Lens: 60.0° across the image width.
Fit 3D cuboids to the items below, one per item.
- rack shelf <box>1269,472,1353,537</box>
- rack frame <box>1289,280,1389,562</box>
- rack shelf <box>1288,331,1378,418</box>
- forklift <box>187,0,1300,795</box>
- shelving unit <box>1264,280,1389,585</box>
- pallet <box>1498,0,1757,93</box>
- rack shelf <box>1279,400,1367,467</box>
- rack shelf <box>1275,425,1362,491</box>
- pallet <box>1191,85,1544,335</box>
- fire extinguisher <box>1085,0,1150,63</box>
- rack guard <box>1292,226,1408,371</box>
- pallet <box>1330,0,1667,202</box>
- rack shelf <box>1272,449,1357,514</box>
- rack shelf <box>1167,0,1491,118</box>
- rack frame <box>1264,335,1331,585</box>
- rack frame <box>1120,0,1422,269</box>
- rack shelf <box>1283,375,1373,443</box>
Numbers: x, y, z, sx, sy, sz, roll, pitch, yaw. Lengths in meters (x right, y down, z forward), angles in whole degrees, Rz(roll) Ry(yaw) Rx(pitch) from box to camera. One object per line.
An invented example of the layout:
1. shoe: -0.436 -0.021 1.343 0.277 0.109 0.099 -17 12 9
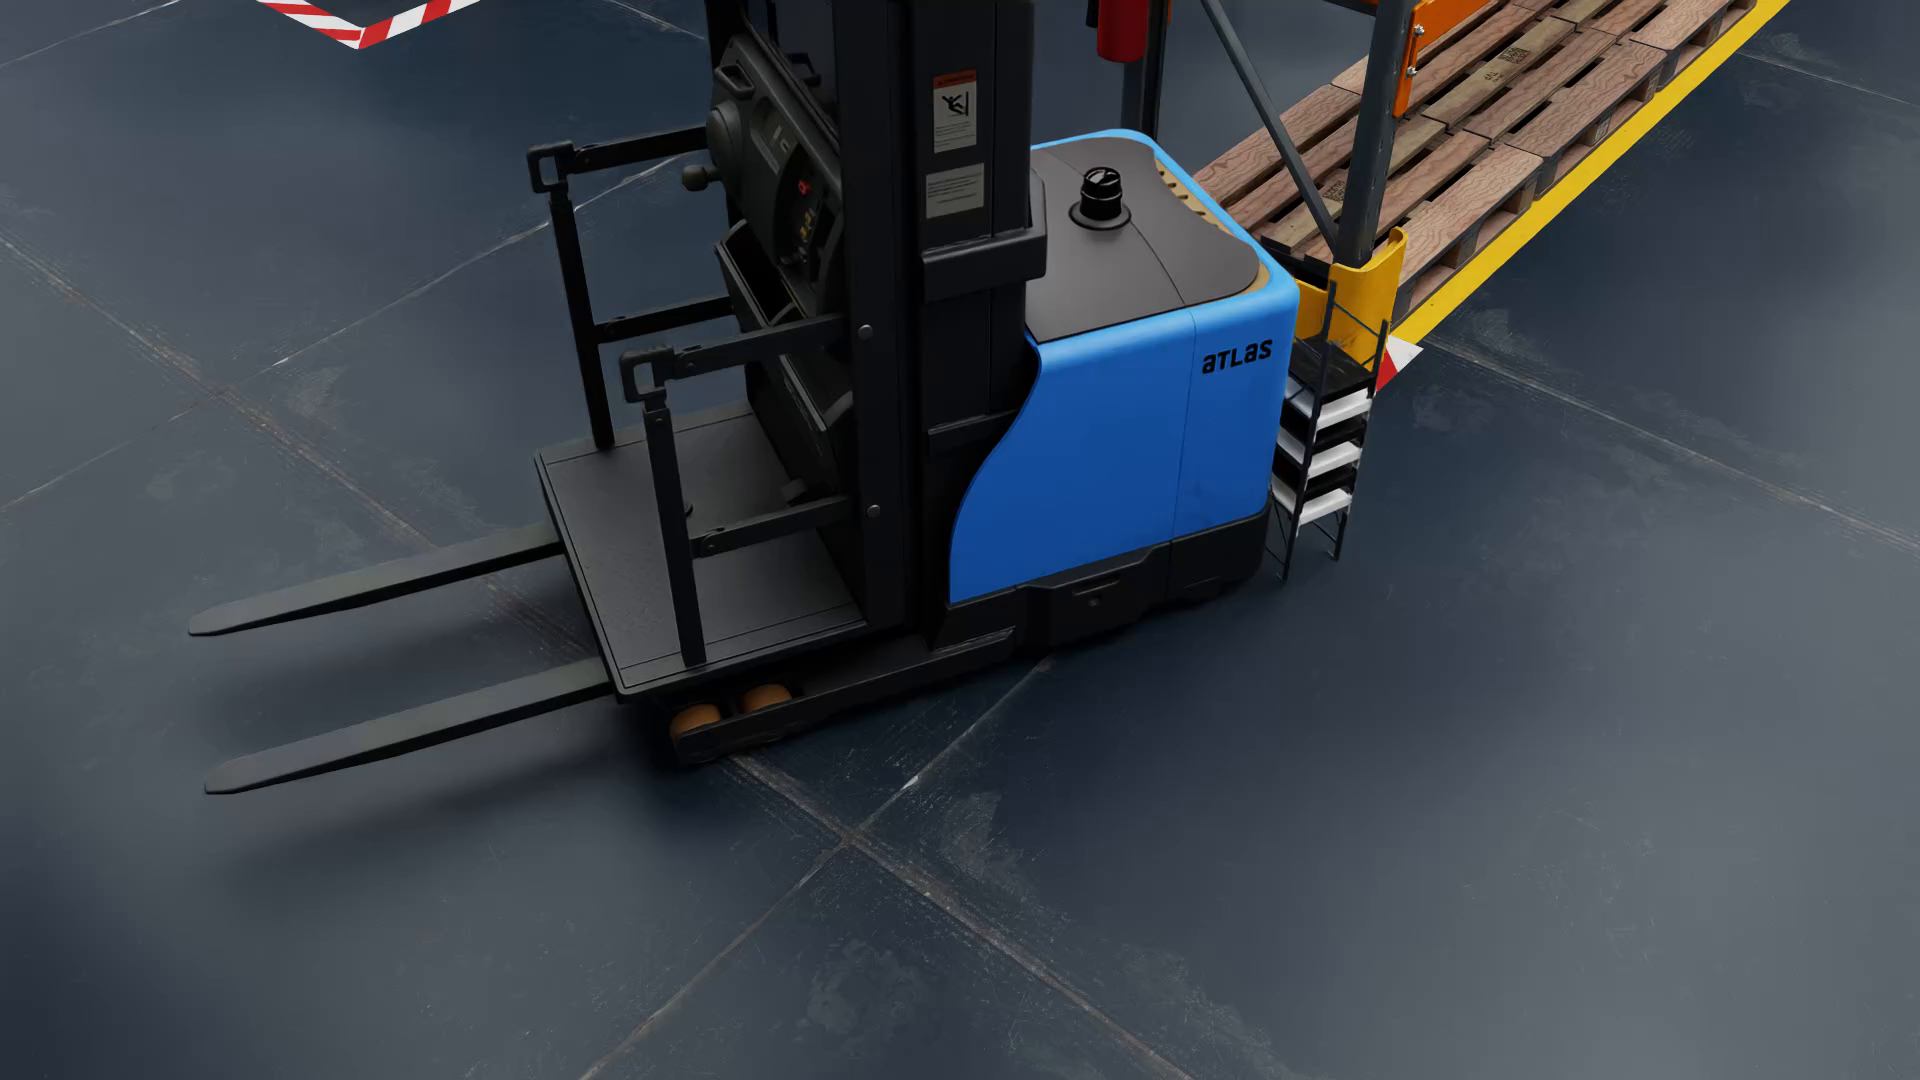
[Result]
1. rack shelf: 1.029 -0.143 5.054 0.200 0.077 0.258 -21 46 -22
2. rack frame: 1.117 -0.335 4.949 0.006 0.900 0.240 -21 46 -22
3. rack shelf: 1.029 -0.476 4.752 0.200 0.077 0.258 -21 46 -22
4. forklift: -0.643 -0.877 4.035 3.031 2.935 1.130 -16 45 -17
5. shelving unit: 1.029 -0.301 4.911 0.210 0.900 0.258 -21 46 -22
6. pallet: 3.126 -2.598 7.951 1.003 0.211 1.213 29 50 28
7. rack shelf: 1.029 -0.343 4.873 0.200 0.077 0.258 -21 46 -22
8. rack shelf: 1.029 -0.276 4.933 0.200 0.077 0.258 -21 46 -22
9. pallet: 1.555 -1.342 6.569 1.003 0.211 1.213 29 50 28
10. fire extinguisher: 0.550 -1.918 5.465 0.296 0.674 0.183 29 50 28
11. rack guard: 0.990 -1.023 6.004 1.175 0.500 0.348 29 50 28
12. pallet: 2.341 -1.967 7.257 1.003 0.211 1.213 29 50 28
13. rack shelf: 1.029 -0.209 4.994 0.200 0.077 0.258 -21 46 -22
14. rack shelf: 2.282 -2.730 6.557 1.077 0.370 4.000 29 50 28
15. rack frame: 0.941 -0.266 4.873 0.006 0.900 0.240 -21 46 -22
16. rack frame: 0.995 -1.966 5.182 1.000 3.000 0.127 29 50 28
17. rack shelf: 1.029 -0.409 4.812 0.200 0.077 0.258 -21 46 -22
